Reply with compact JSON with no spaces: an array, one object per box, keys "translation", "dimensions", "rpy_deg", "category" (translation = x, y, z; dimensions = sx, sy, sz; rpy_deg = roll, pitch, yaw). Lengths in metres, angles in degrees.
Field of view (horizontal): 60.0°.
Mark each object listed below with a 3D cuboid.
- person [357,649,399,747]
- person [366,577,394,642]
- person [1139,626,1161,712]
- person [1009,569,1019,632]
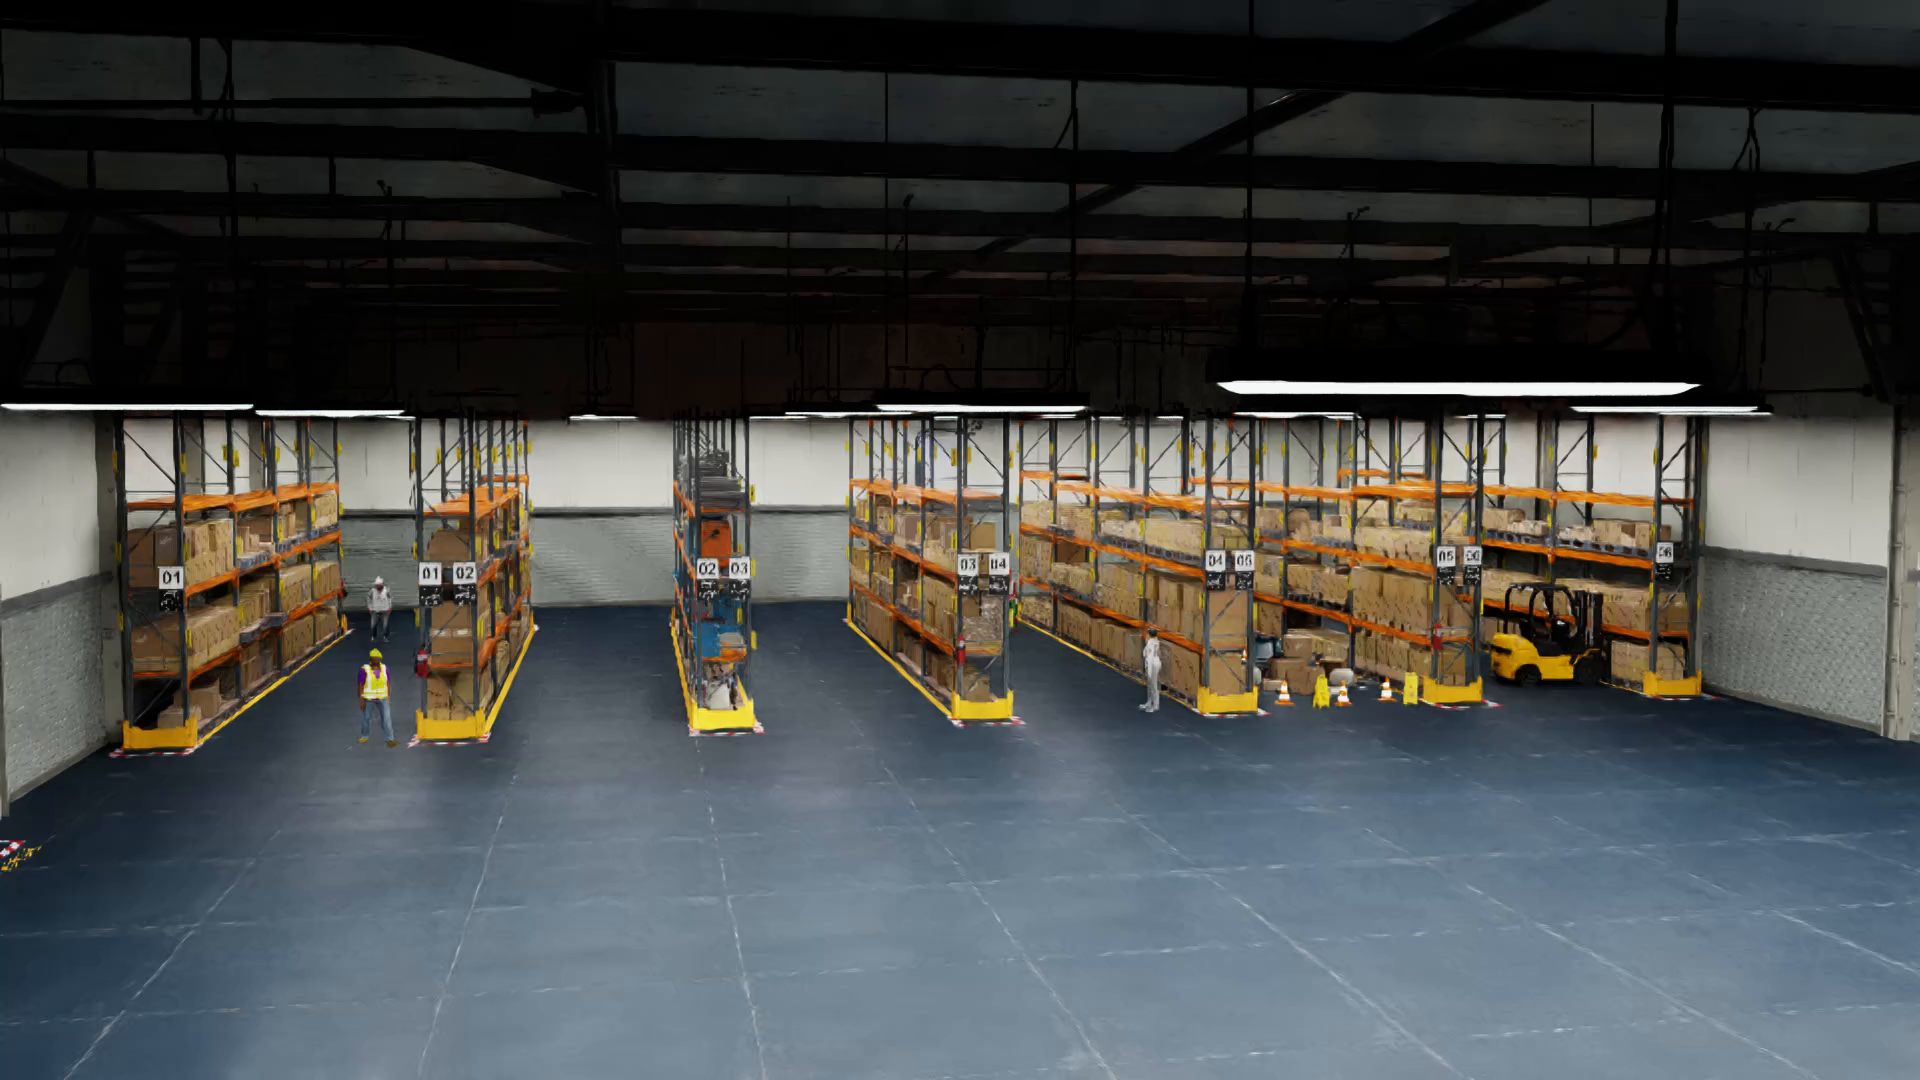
[{"translation":[-10.288,2.777,29.260],"dimensions":[0.581,1.732,0.913],"rpy_deg":[-3,5,-33],"category":"person"},{"translation":[-15.028,1.806,43.087],"dimensions":[0.677,1.726,0.574],"rpy_deg":[-1,4,-14],"category":"person"},{"translation":[3.755,2.537,32.898],"dimensions":[0.454,1.677,0.525],"rpy_deg":[1,4,19],"category":"person"},{"translation":[1.321,1.626,45.356],"dimensions":[0.553,1.707,1.104],"rpy_deg":[-1,4,-8],"category":"person"}]
